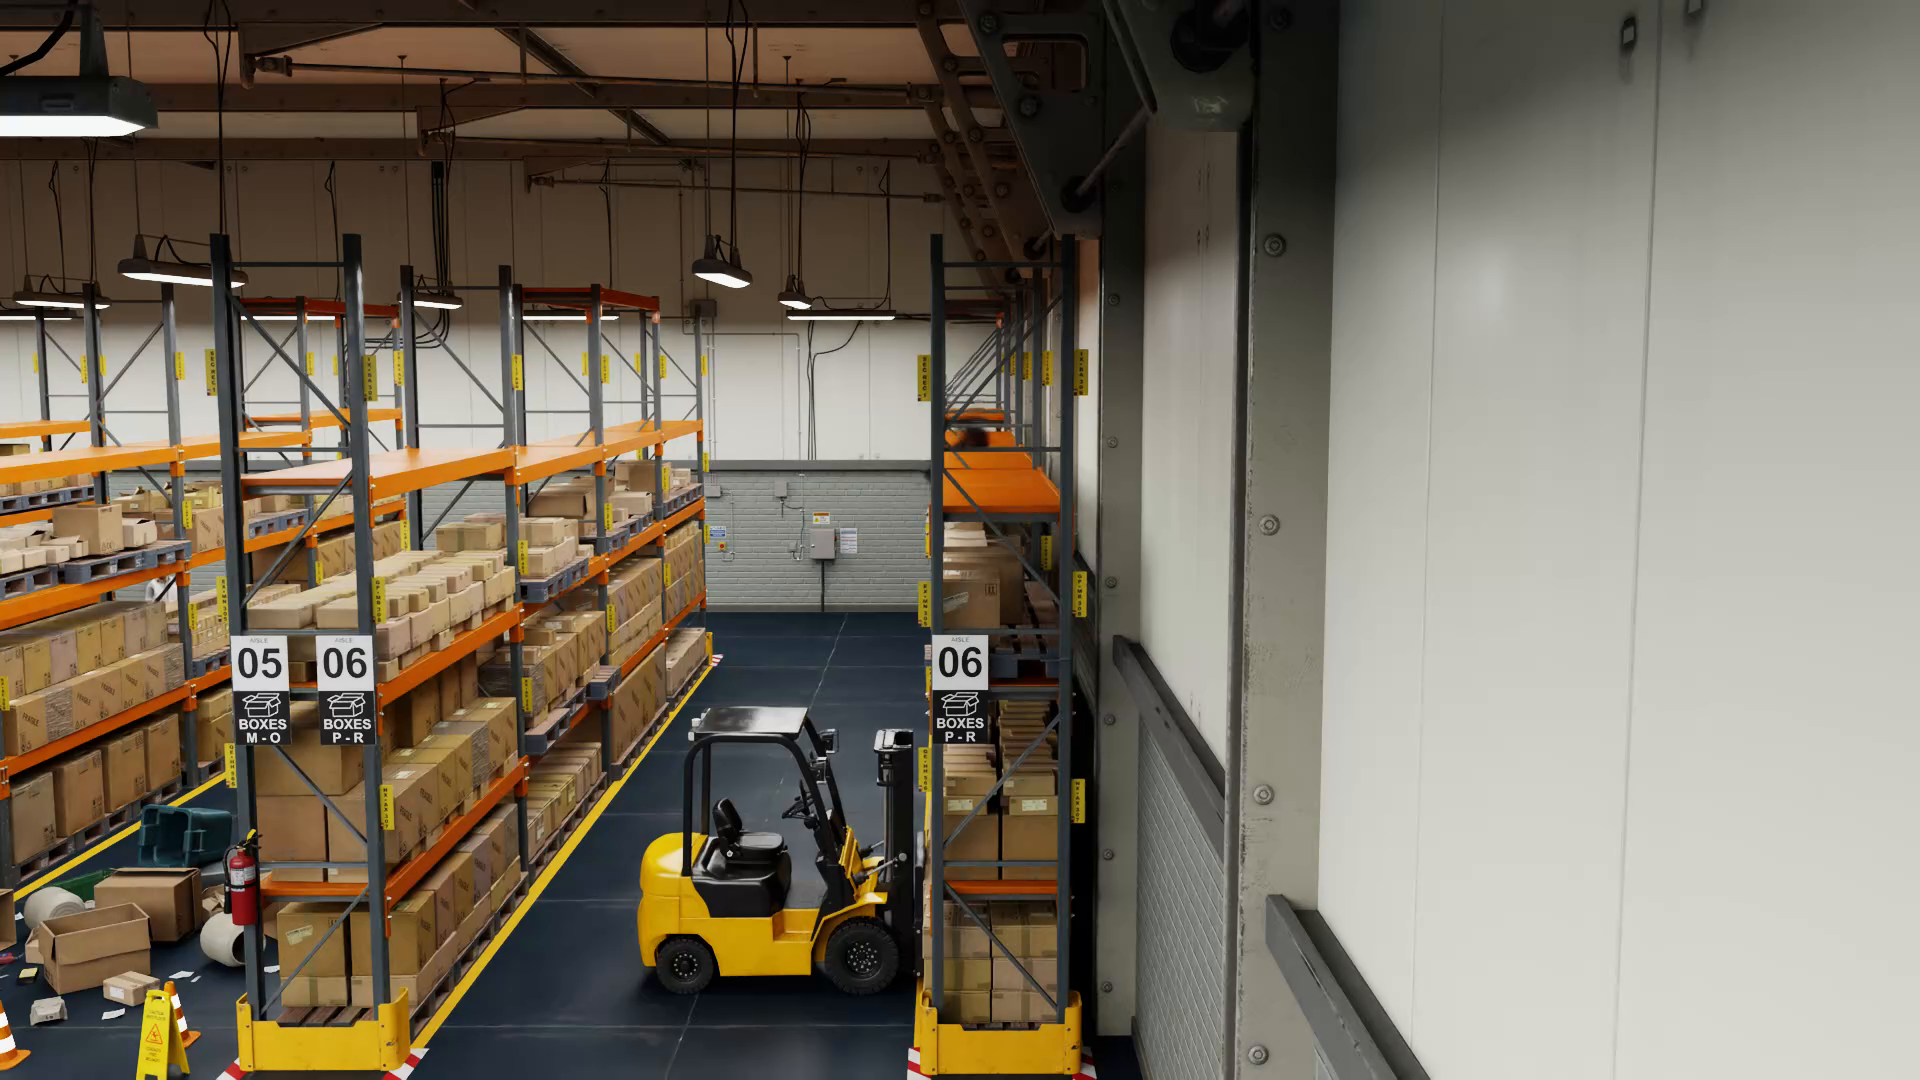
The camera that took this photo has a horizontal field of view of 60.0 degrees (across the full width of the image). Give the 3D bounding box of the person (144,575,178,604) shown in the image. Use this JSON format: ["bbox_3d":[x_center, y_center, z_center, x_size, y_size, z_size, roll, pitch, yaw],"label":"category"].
[{"bbox_3d":[-13.220,1.241,27.705,0.639,1.796,0.793,-3,7,-23],"label":"person"}]
